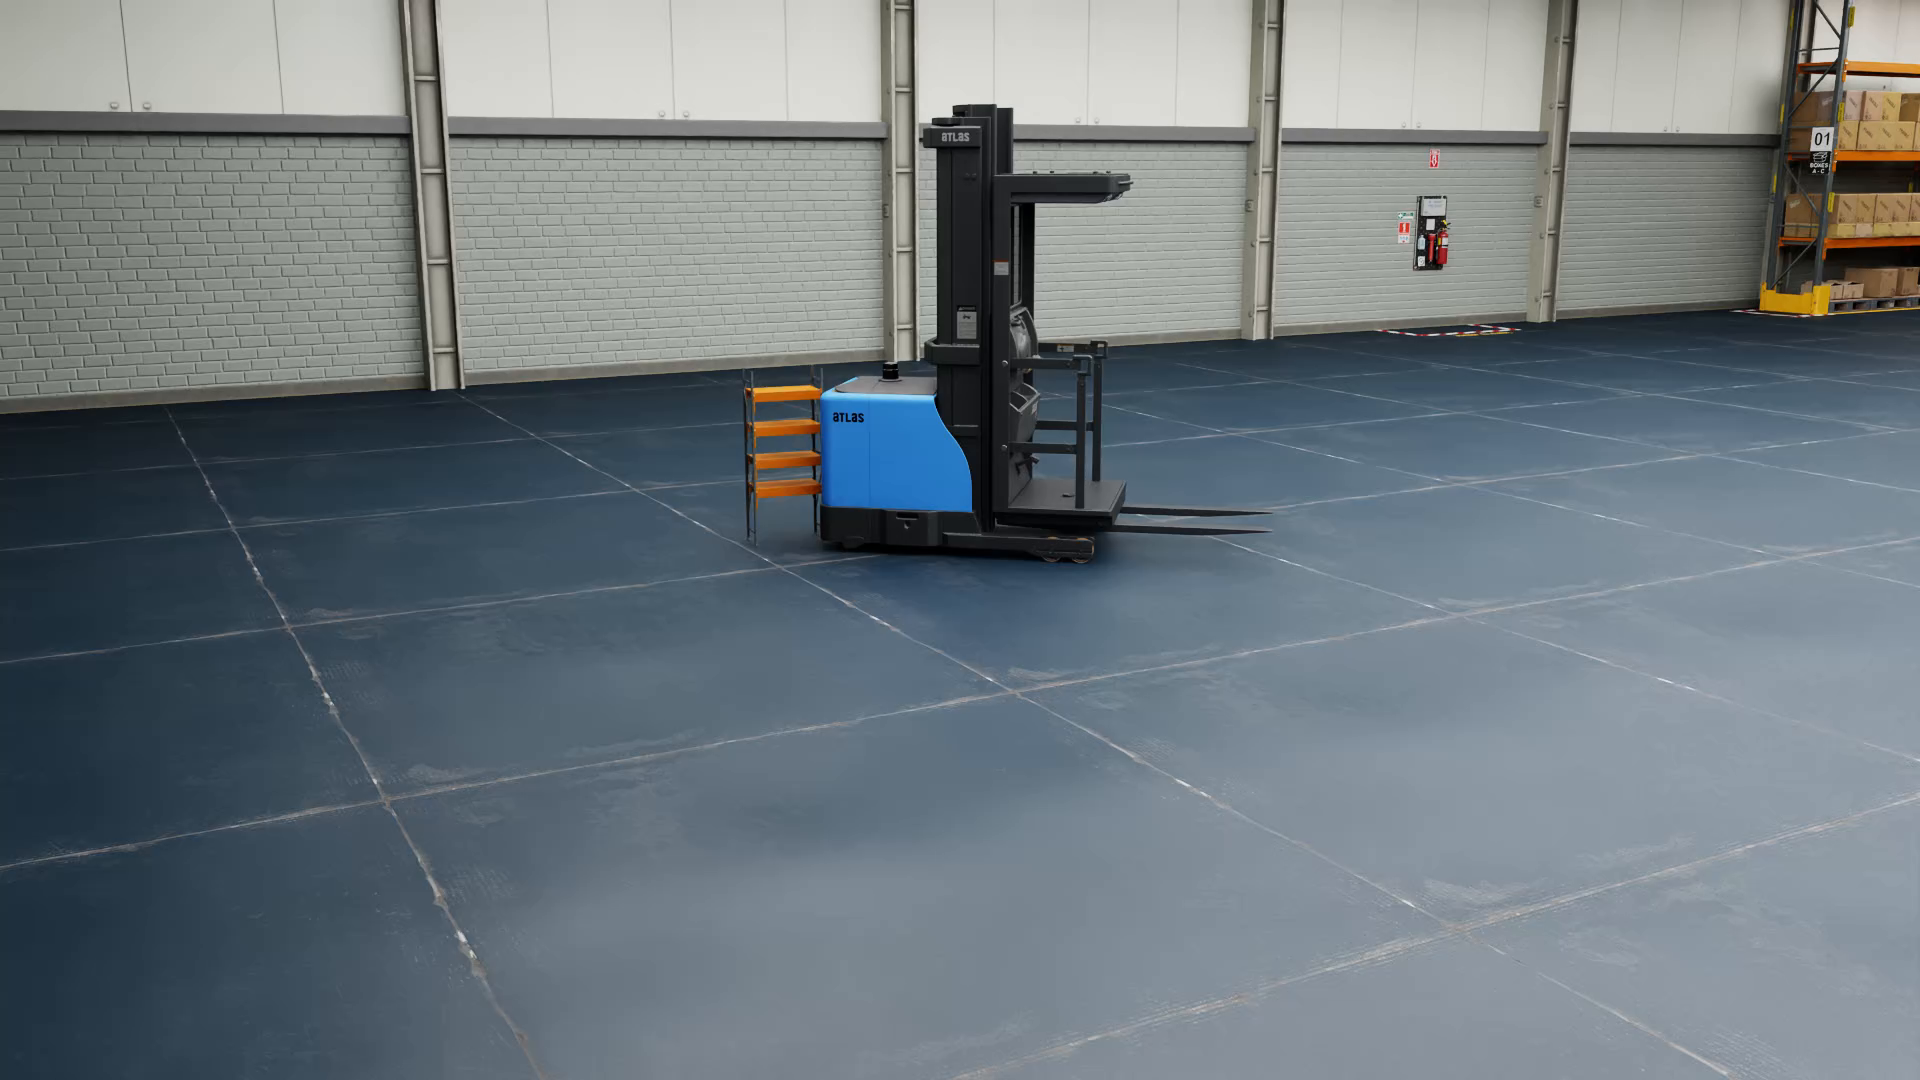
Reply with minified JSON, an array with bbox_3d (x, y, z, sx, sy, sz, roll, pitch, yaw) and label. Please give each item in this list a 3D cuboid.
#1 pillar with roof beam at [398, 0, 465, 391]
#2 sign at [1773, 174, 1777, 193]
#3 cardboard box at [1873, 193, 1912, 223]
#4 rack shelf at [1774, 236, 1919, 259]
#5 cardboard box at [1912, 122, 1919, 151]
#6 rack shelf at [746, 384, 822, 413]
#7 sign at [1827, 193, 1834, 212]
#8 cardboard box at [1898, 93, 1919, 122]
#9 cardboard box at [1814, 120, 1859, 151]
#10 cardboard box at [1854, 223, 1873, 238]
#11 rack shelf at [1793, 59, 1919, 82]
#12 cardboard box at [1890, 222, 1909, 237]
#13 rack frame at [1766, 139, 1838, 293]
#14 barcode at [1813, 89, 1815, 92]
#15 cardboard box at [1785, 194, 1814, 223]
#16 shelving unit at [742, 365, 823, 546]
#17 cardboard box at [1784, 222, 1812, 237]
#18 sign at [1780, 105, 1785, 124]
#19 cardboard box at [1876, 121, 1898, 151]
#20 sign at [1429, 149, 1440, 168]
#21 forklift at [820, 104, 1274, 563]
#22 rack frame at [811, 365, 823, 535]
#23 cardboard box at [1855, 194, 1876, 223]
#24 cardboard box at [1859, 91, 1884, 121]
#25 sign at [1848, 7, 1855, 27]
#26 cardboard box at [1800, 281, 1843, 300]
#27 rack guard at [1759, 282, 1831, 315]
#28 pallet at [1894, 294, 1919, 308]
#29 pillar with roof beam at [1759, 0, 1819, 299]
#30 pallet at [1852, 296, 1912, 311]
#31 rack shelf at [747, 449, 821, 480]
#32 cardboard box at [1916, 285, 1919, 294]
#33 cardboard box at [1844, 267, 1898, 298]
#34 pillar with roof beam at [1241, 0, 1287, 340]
[{"bbox_3d":[-3.983,-5.345,14.862,0.400,9.000,9.100,-7,14,-28],"label":"pillar with roof beam"},{"bbox_3d":[14.571,-6.360,29.681,0.005,0.325,0.100,-7,14,-28],"label":"sign"},{"bbox_3d":[16.725,-5.986,29.966,0.500,0.500,0.500,-6,14,-26],"label":"cardboard box"},{"bbox_3d":[16.575,-5.391,30.372,4.000,0.370,1.077,-7,14,-28],"label":"rack shelf"},{"bbox_3d":[17.087,-7.258,29.921,0.500,0.500,0.500,-7,15,-30],"label":"cardboard box"},{"bbox_3d":[-1.213,-0.972,11.405,0.480,0.148,0.258,-5,14,-21],"label":"rack shelf"},{"bbox_3d":[15.080,-5.850,28.799,0.005,0.325,0.100,-7,14,-28],"label":"sign"},{"bbox_3d":[17.091,-7.741,29.791,0.500,0.500,0.500,-7,15,-30],"label":"cardboard box"},{"bbox_3d":[15.233,-7.041,28.958,0.500,0.500,0.500,-6,14,-26],"label":"cardboard box"},{"bbox_3d":[15.849,-5.516,29.584,0.500,0.250,0.500,-7,15,-30],"label":"cardboard box"},{"bbox_3d":[16.575,-8.317,29.714,4.000,0.370,1.077,-7,14,-28],"label":"rack shelf"},{"bbox_3d":[16.744,-5.621,30.051,0.500,0.250,0.500,-7,14,-27],"label":"cardboard box"},{"bbox_3d":[14.819,-5.532,29.358,0.127,3.000,1.000,-7,14,-28],"label":"rack frame"},{"bbox_3d":[15.203,-7.996,29.602,0.075,0.075,0.001,-7,14,-28],"label":"barcode"},{"bbox_3d":[15.131,-5.925,29.692,0.500,0.500,0.500,-7,14,-28],"label":"cardboard box"},{"bbox_3d":[-1.213,-0.588,11.491,0.503,1.200,0.258,-5,14,-21],"label":"shelving unit"},{"bbox_3d":[15.137,-5.555,29.757,0.500,0.250,0.500,-7,14,-27],"label":"cardboard box"},{"bbox_3d":[14.571,-7.536,29.416,0.005,0.325,0.100,-7,14,-28],"label":"sign"},{"bbox_3d":[16.175,-7.146,29.425,0.500,0.500,0.500,-6,14,-25],"label":"cardboard box"},{"bbox_3d":[7.511,-6.038,26.326,0.199,0.298,0.001,-7,14,-28],"label":"sign"},{"bbox_3d":[0.617,-1.404,11.172,3.031,2.935,1.130,2,13,11],"label":"forklift"},{"bbox_3d":[-0.986,-0.608,11.578,0.015,1.200,0.240,-5,14,-21],"label":"rack frame"},{"bbox_3d":[15.821,-5.877,29.478,0.500,0.500,0.500,-7,14,-28],"label":"cardboard box"},{"bbox_3d":[15.738,-7.578,29.069,0.500,0.500,0.500,-7,14,-29],"label":"cardboard box"},{"bbox_3d":[15.079,-8.848,28.124,0.005,0.325,0.100,-7,14,-28],"label":"sign"},{"bbox_3d":[15.470,-4.490,29.851,0.500,0.311,0.500,-9,15,-34],"label":"cardboard box"},{"bbox_3d":[14.886,-4.320,29.668,0.348,0.500,1.175,-7,14,-28],"label":"rack guard"},{"bbox_3d":[17.758,-4.515,31.190,1.213,0.211,1.003,-7,14,-28],"label":"pallet"},{"bbox_3d":[17.082,-7.869,26.081,0.400,9.000,9.100,-7,14,-28],"label":"pillar with roof beam"},{"bbox_3d":[16.686,-4.386,30.616,1.213,0.211,1.003,-7,14,-28],"label":"pallet"},{"bbox_3d":[-1.213,-0.523,11.506,0.480,0.148,0.258,-5,14,-21],"label":"rack shelf"},{"bbox_3d":[17.875,-4.723,31.215,0.250,0.166,0.380,-9,16,-35],"label":"cardboard box"},{"bbox_3d":[16.638,-4.710,30.397,0.500,0.500,0.700,-8,15,-31],"label":"cardboard box"},{"bbox_3d":[6.549,-6.607,20.472,0.400,9.000,9.100,-7,14,-28],"label":"pillar with roof beam"}]
